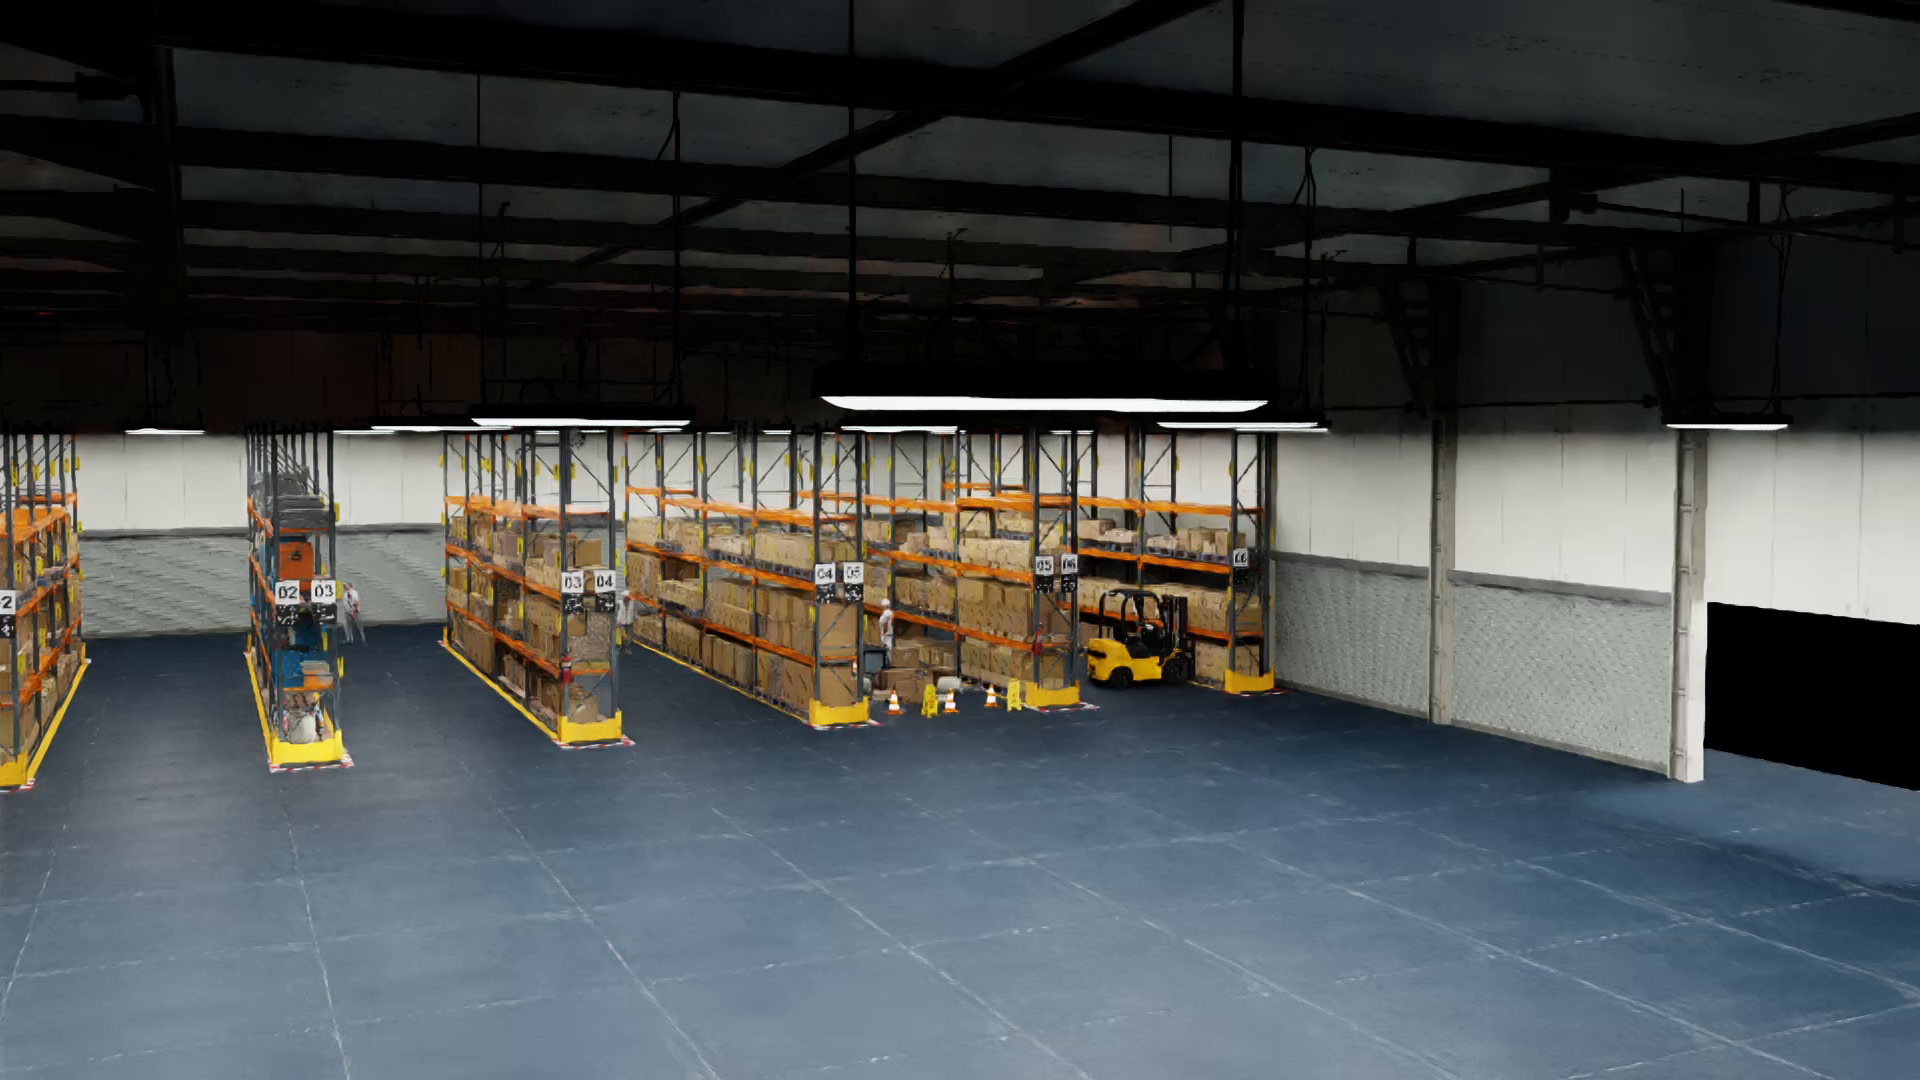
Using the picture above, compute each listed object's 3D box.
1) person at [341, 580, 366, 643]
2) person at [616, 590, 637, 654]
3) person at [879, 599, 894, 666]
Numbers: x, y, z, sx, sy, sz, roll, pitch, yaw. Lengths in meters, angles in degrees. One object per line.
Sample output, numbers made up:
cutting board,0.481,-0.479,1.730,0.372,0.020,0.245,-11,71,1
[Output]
person,-16.805,1.977,46.041,0.584,1.738,0.632,2,4,33
person,-8.771,2.148,43.531,0.677,1.726,0.569,-2,4,-26
person,-1.820,2.308,40.156,0.583,1.783,0.658,0,4,0
